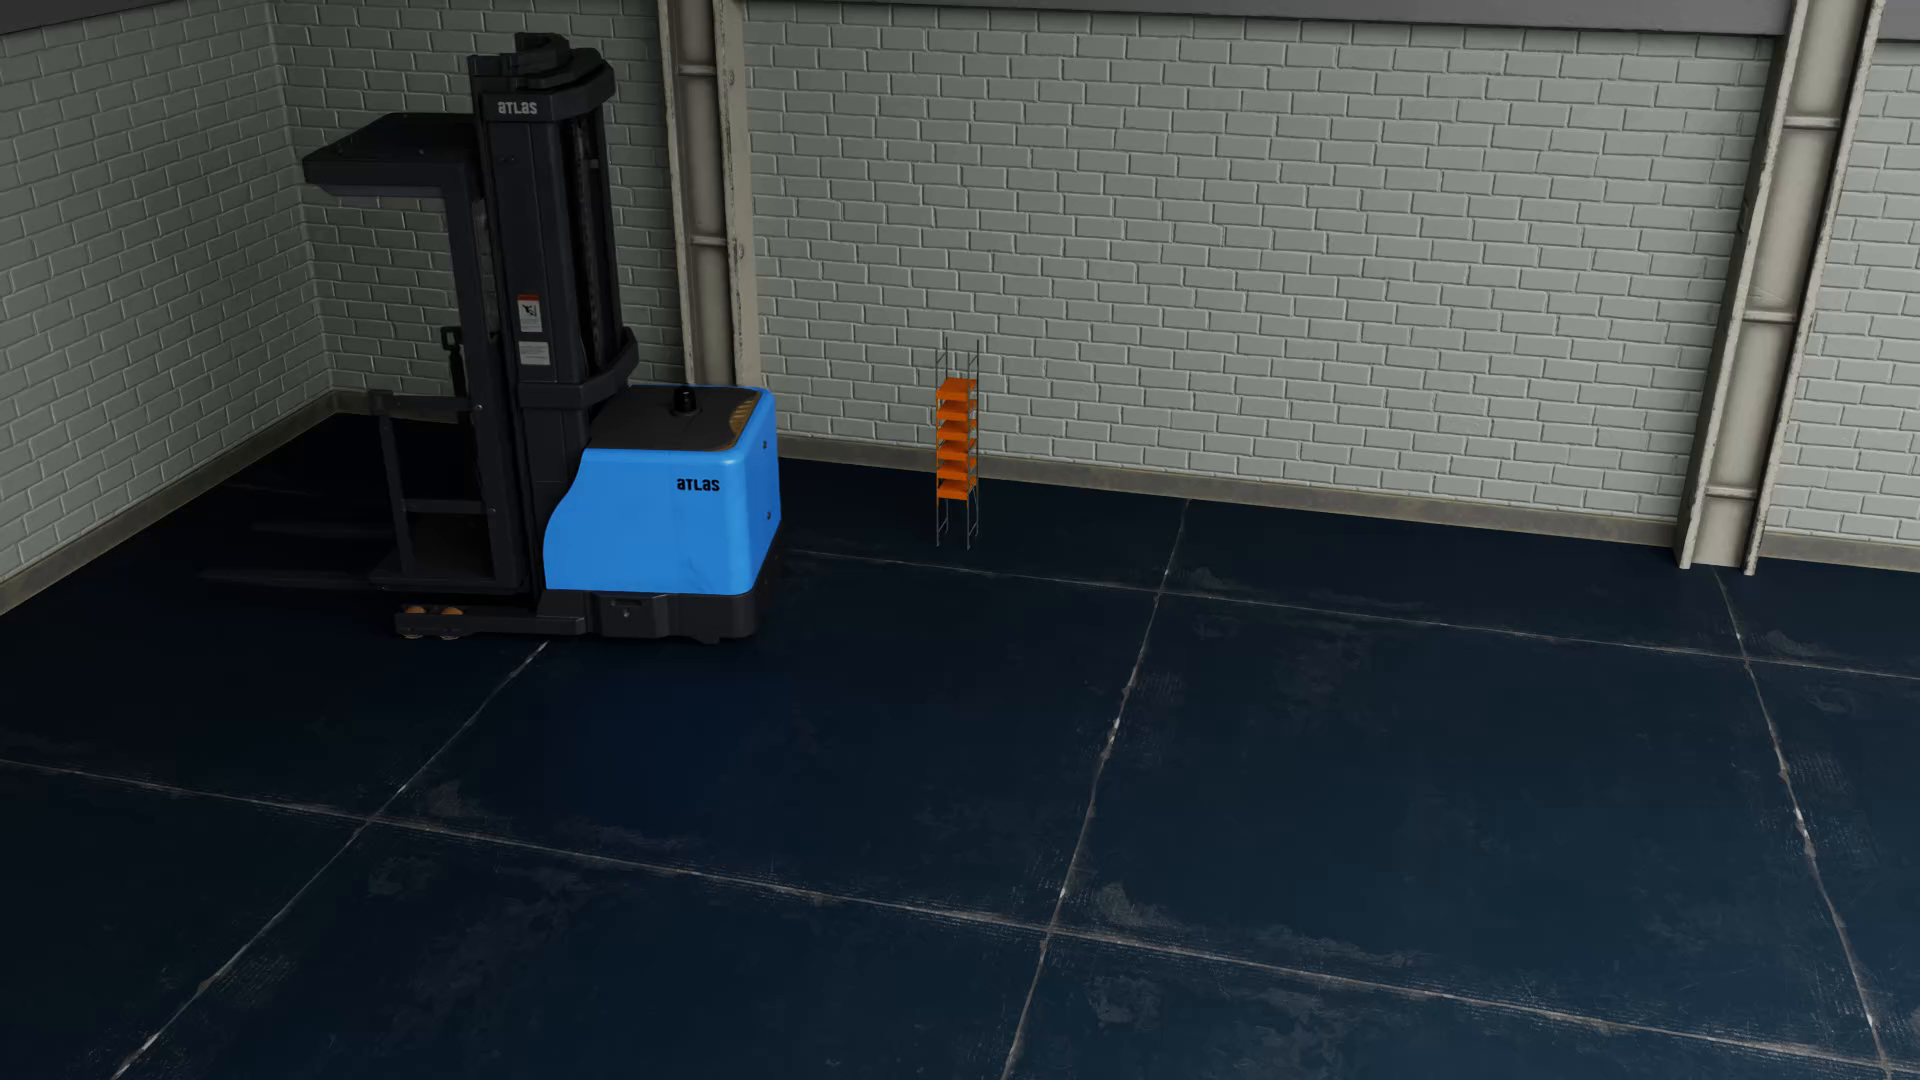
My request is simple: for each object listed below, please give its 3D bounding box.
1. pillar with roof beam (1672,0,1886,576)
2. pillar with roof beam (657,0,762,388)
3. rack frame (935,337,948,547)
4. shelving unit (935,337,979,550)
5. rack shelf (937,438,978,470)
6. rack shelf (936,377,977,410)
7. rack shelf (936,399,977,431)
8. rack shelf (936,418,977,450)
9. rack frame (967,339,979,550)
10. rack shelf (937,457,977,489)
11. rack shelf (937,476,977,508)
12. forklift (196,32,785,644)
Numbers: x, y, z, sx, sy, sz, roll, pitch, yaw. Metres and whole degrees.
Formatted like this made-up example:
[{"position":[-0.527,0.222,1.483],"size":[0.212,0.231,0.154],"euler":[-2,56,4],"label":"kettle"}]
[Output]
[{"position":[3.230,-2.156,3.811],"size":[0.400,9.000,9.100],"euler":[6,26,13],"label":"pillar with roof beam"},{"position":[-2.581,-2.799,5.160],"size":[0.400,9.000,9.100],"euler":[6,26,13],"label":"pillar with roof beam"},{"position":[-0.103,-0.553,9.516],"size":[0.006,1.200,0.240],"euler":[6,26,13],"label":"rack frame"},{"position":[-0.014,-0.543,9.495],"size":[0.189,1.200,0.258],"euler":[6,26,13],"label":"shelving unit"},{"position":[-0.014,-0.503,9.514],"size":[0.180,0.103,0.258],"euler":[6,26,13],"label":"rack shelf"},{"position":[-0.014,-0.828,9.360],"size":[0.180,0.103,0.258],"euler":[6,26,13],"label":"rack shelf"},{"position":[-0.014,-0.720,9.411],"size":[0.180,0.103,0.258],"euler":[6,26,13],"label":"rack shelf"},{"position":[-0.014,-0.612,9.463],"size":[0.180,0.103,0.258],"euler":[6,26,13],"label":"rack shelf"},{"position":[0.075,-0.533,9.475],"size":[0.006,1.200,0.240],"euler":[6,26,13],"label":"rack frame"},{"position":[-0.014,-0.395,9.566],"size":[0.180,0.103,0.258],"euler":[6,26,13],"label":"rack shelf"},{"position":[-0.014,-0.286,9.618],"size":[0.180,0.103,0.258],"euler":[6,26,13],"label":"rack shelf"},{"position":[-2.528,-1.027,8.497],"size":[3.031,2.935,1.130],"euler":[2,26,4],"label":"forklift"}]
